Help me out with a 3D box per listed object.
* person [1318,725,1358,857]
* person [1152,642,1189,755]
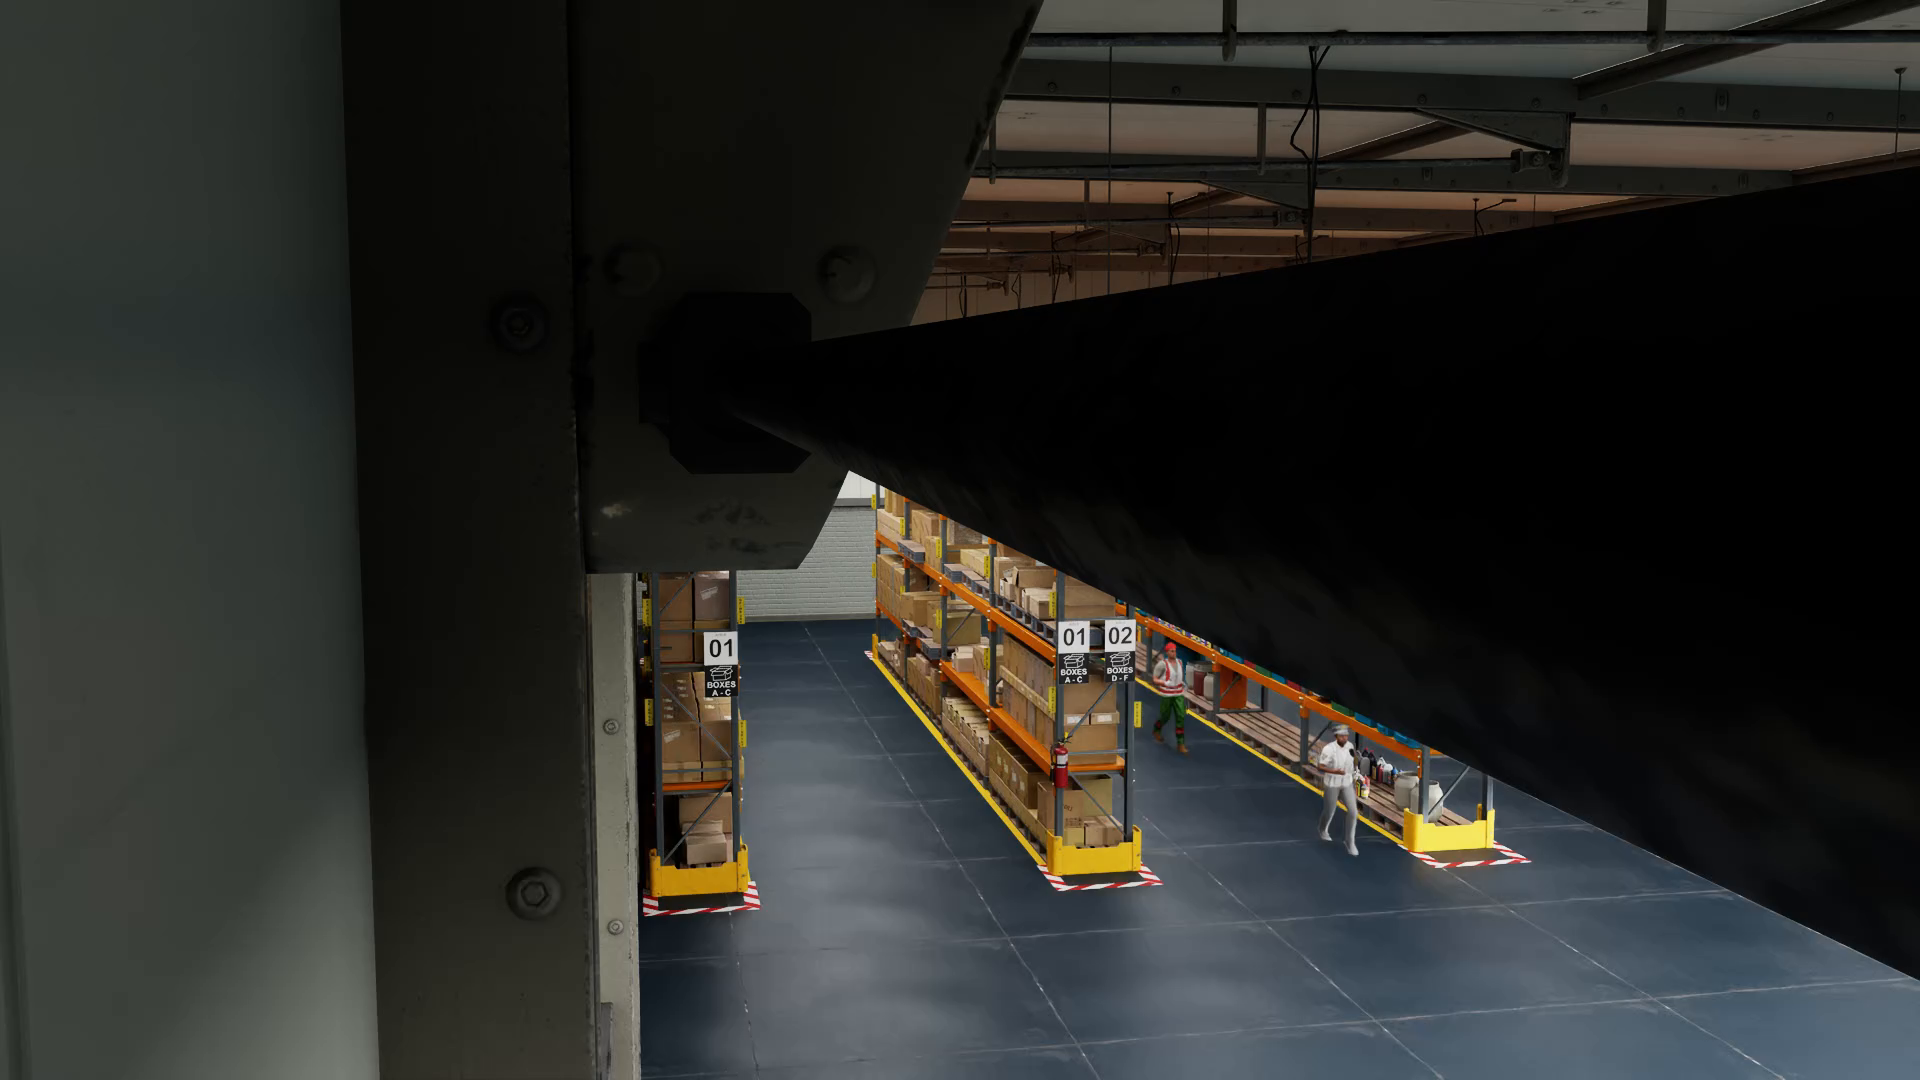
[{"bbox_3d":[4.980,3.252,21.965,0.592,1.731,0.816,-1,6,-10],"label":"person"},{"bbox_3d":[3.498,2.591,27.626,0.653,1.798,0.987,-2,6,-22],"label":"person"}]
